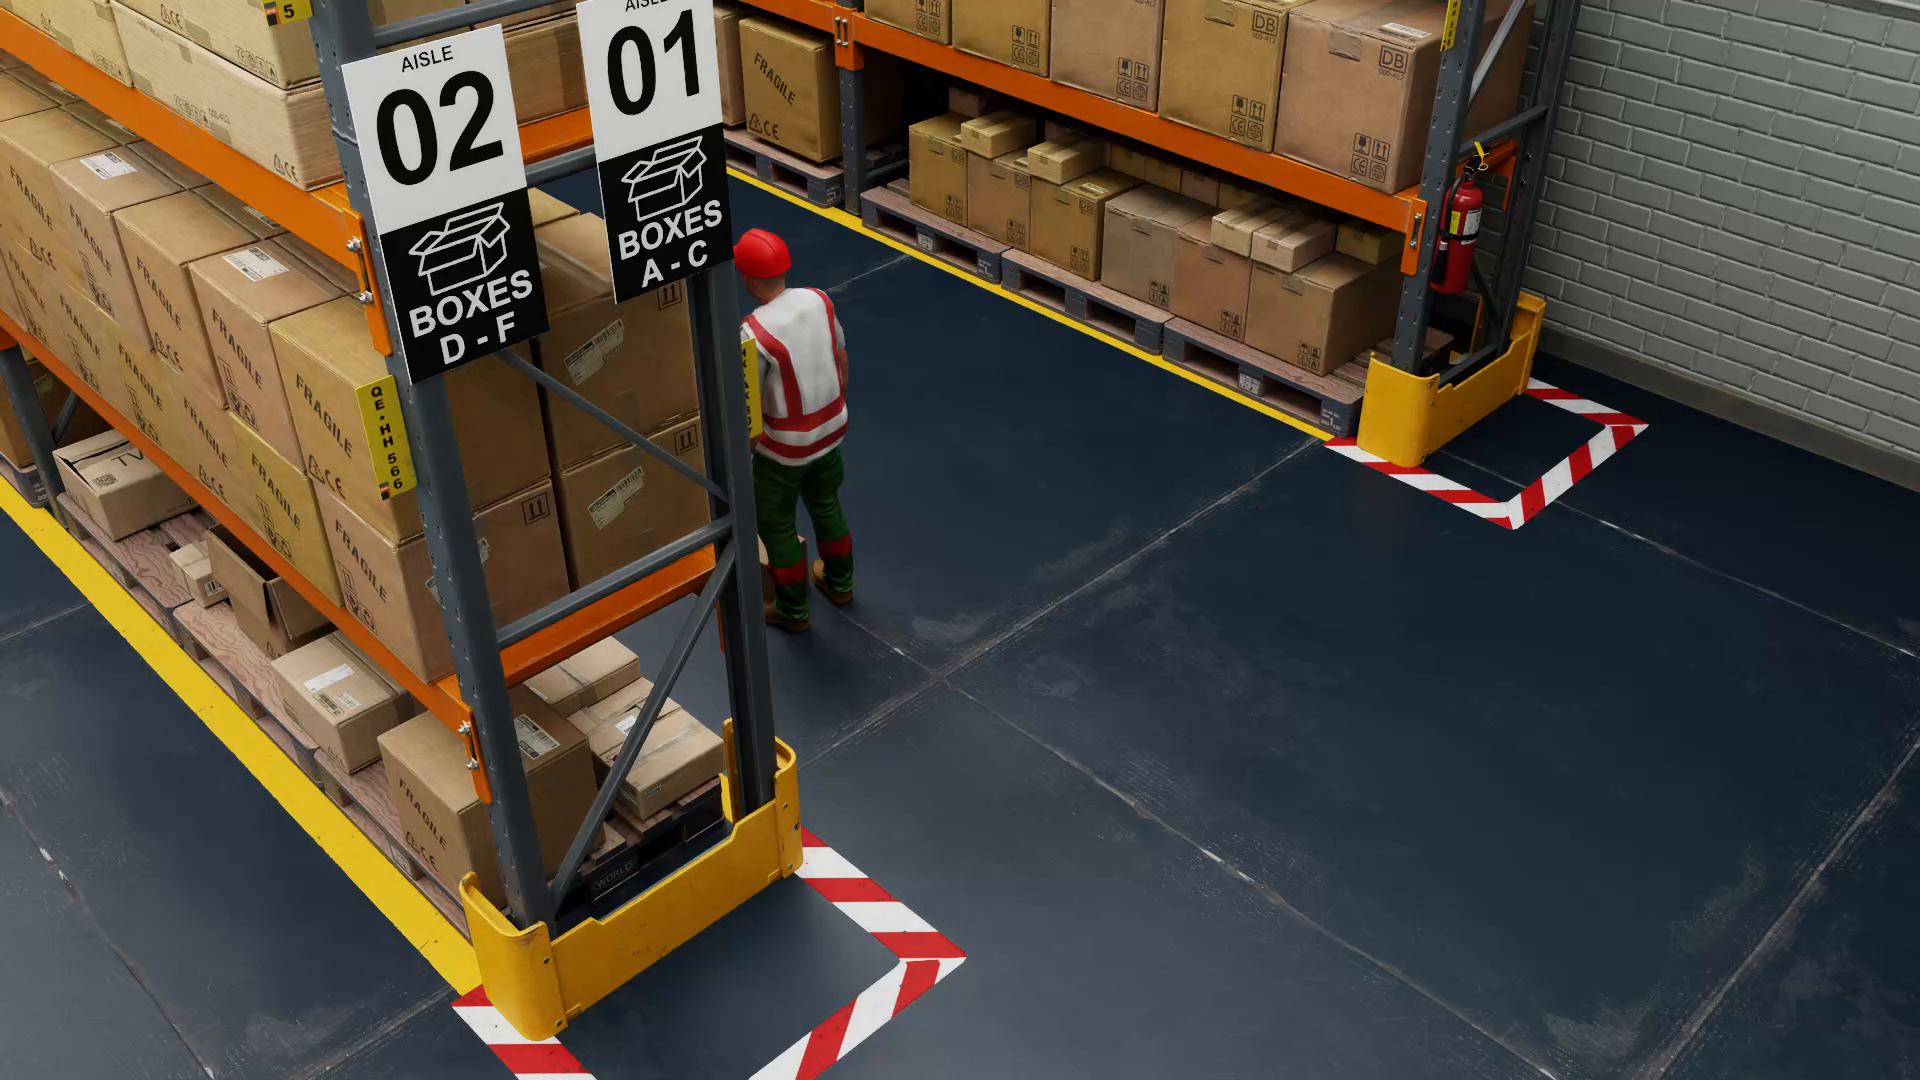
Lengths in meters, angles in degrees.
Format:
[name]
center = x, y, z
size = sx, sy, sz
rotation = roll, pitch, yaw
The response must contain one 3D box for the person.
[person]
center = -0.691, -0.419, 6.728
size = 0.450, 1.779, 0.619
rotation = 27, 43, 33
